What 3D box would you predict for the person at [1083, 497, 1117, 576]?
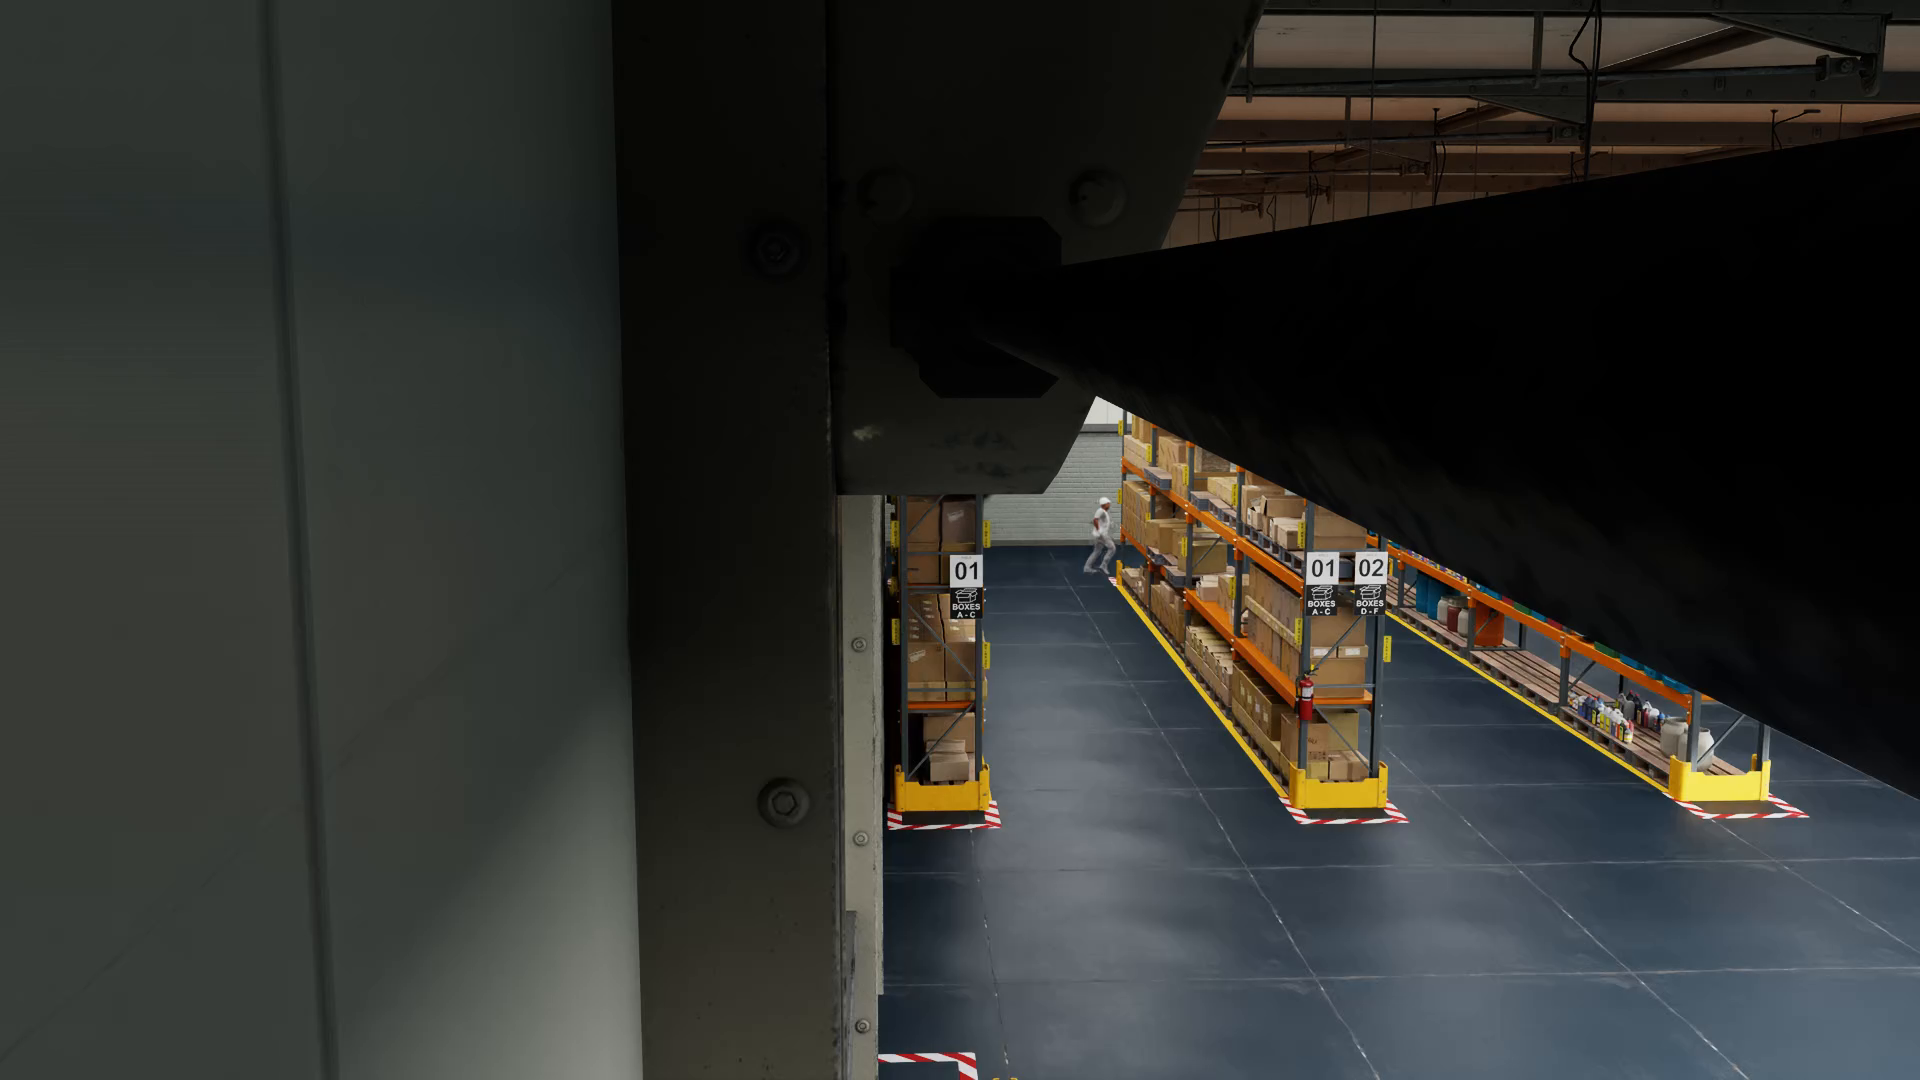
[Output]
[{"bbox_3d":[3.208,-0.084,37.712,0.799,1.774,0.668,-1,9,-10],"label":"person"}]
